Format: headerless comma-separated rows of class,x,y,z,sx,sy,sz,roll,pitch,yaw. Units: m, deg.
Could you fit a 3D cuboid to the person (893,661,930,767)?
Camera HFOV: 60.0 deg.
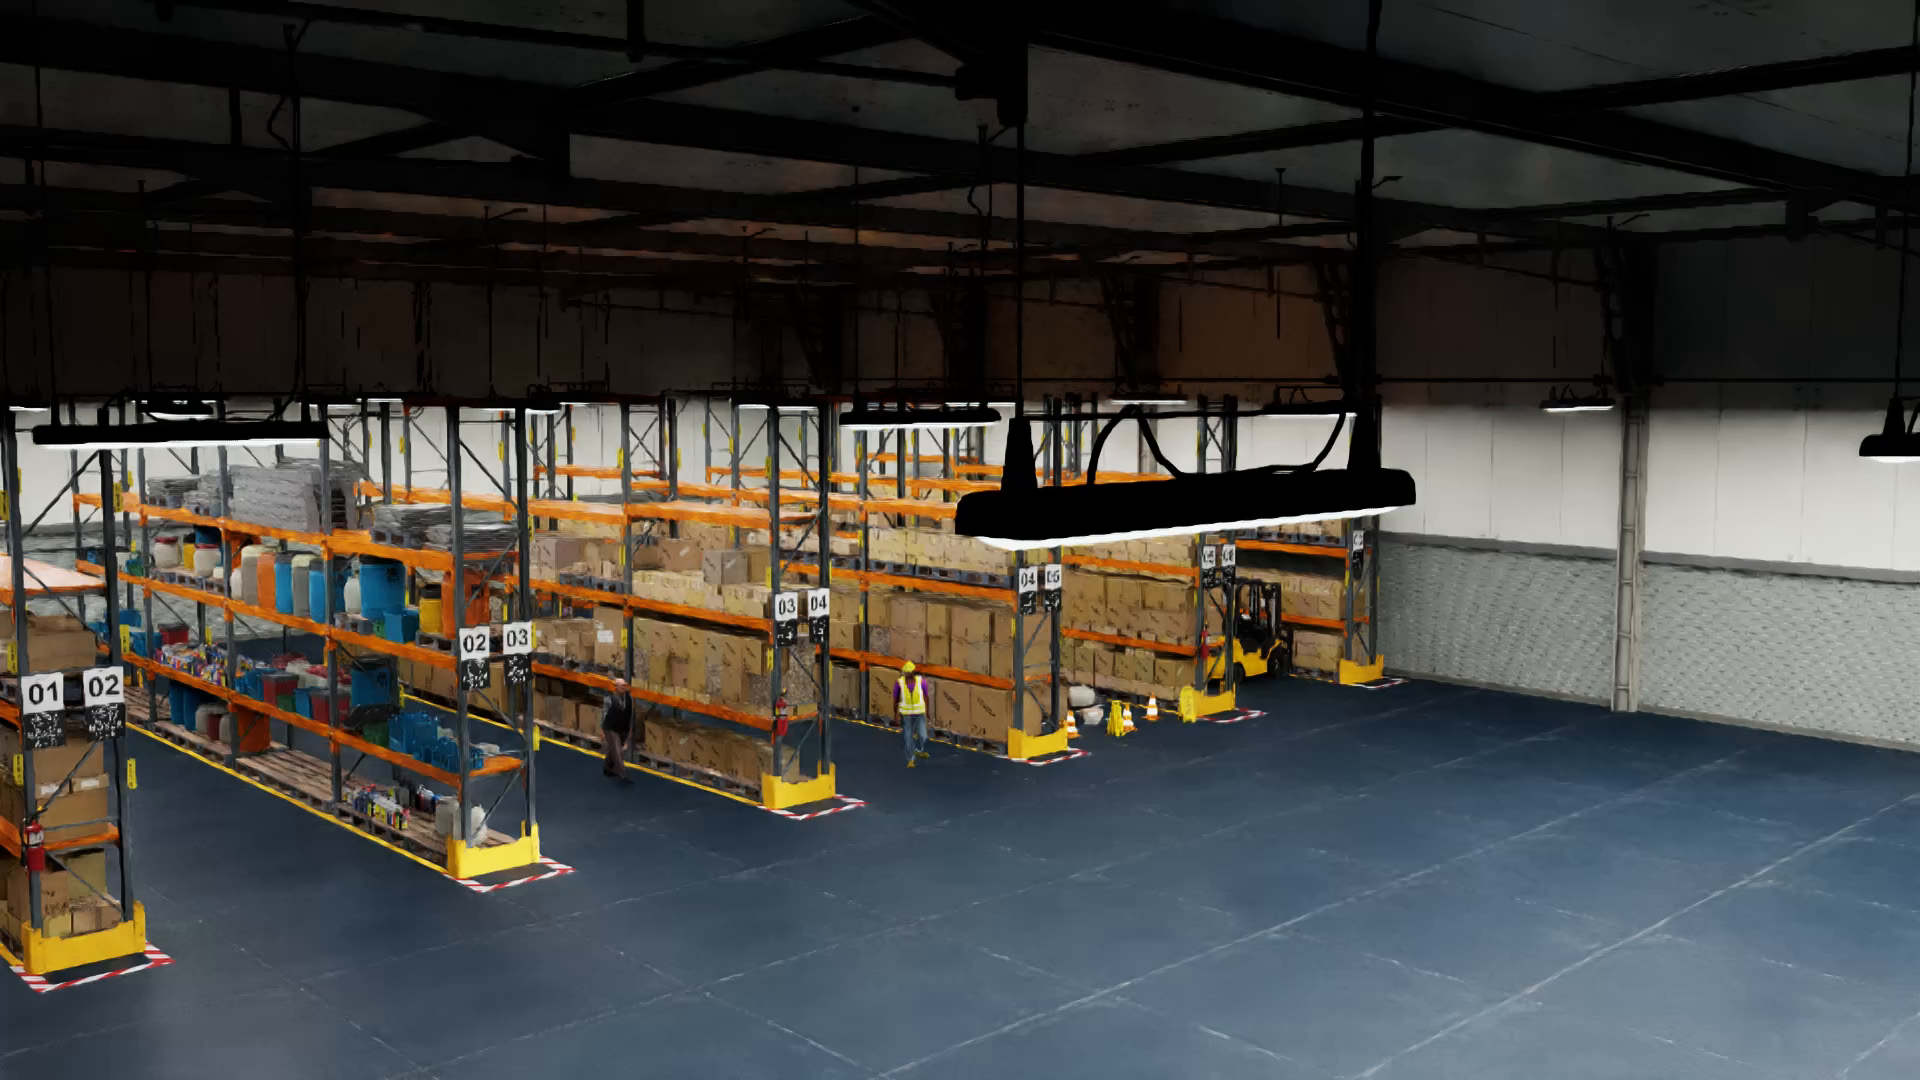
person,-0.791,2.829,27.242,0.615,1.759,0.573,-1,6,-6

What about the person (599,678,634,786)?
person,-5.337,2.955,26.100,1.106,1.607,0.544,5,8,45

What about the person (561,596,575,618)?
person,-8.548,2.018,36.286,0.513,1.594,0.499,-3,6,-29
